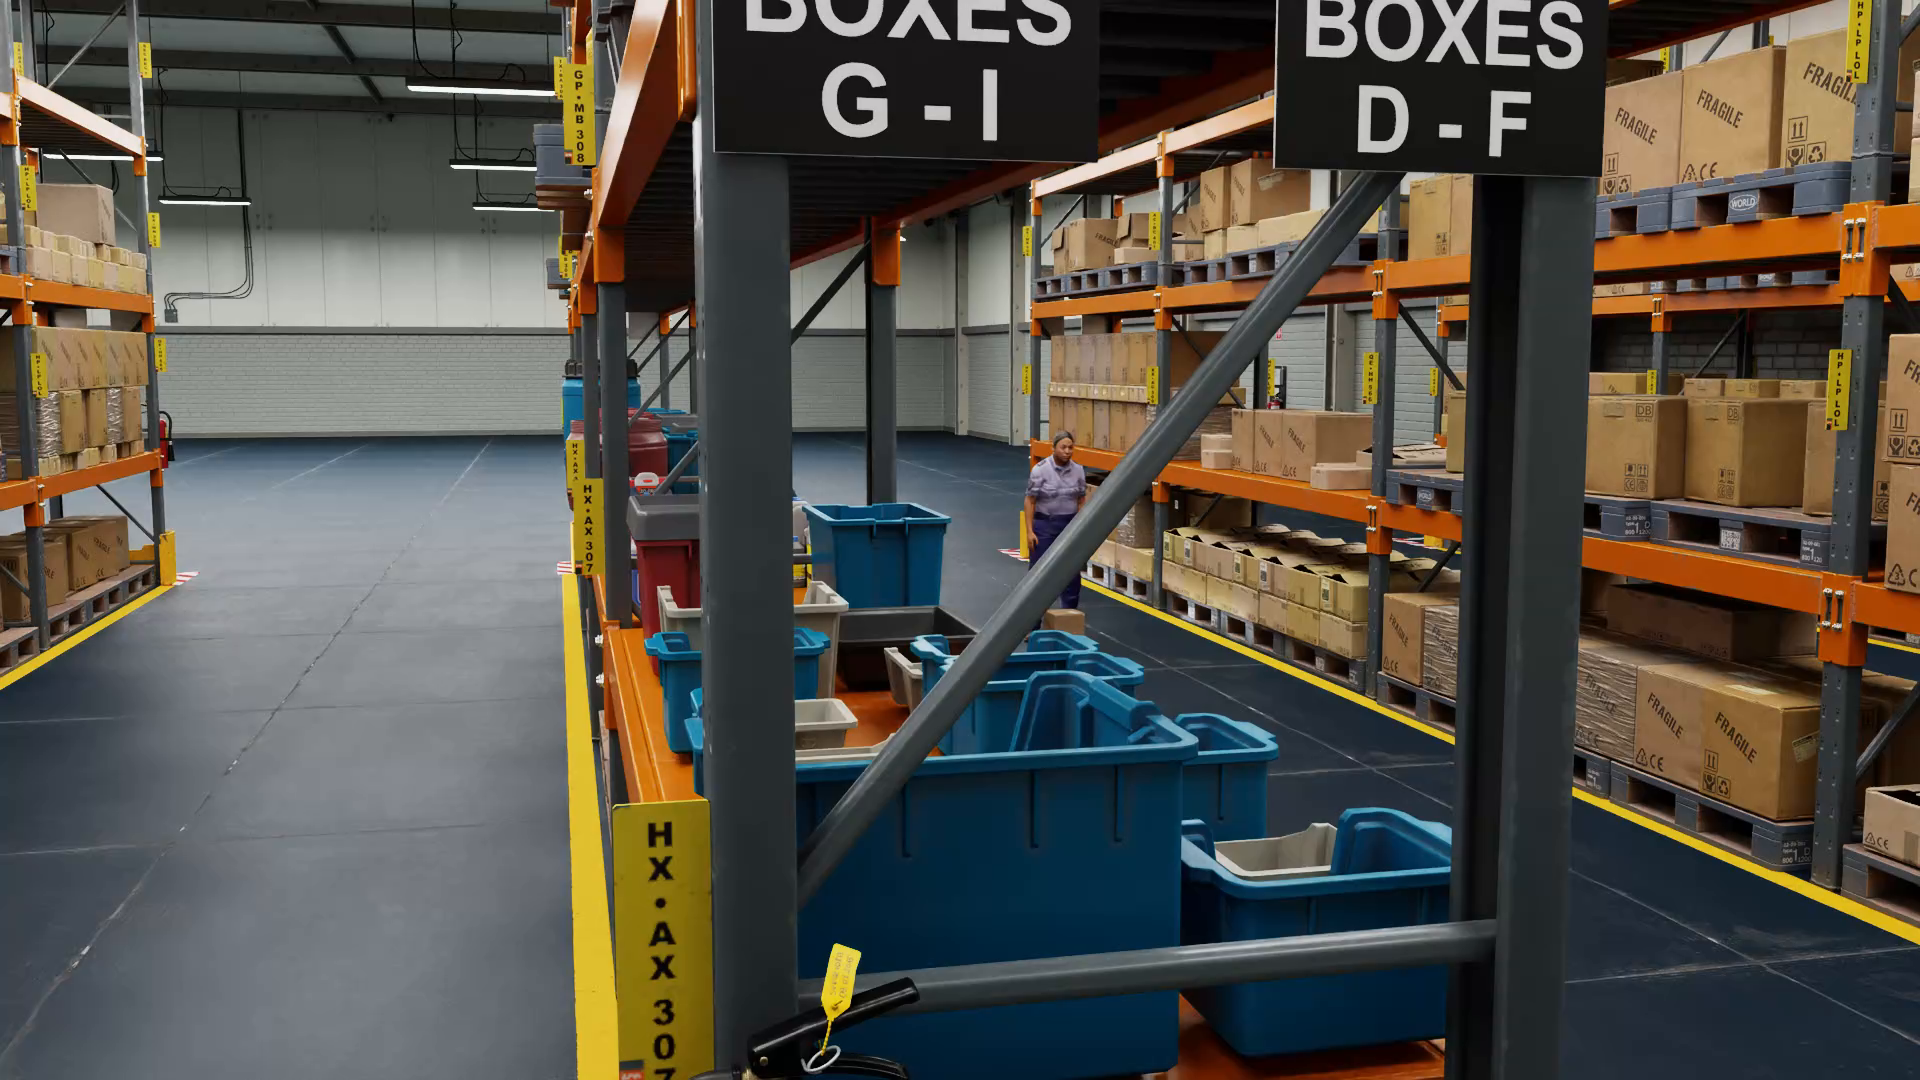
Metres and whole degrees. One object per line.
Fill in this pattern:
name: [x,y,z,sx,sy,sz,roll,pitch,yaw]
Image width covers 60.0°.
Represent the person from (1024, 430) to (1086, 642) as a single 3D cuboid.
person: [0.747,-0.039,13.081,0.561,1.651,0.369,-2,7,-17]
